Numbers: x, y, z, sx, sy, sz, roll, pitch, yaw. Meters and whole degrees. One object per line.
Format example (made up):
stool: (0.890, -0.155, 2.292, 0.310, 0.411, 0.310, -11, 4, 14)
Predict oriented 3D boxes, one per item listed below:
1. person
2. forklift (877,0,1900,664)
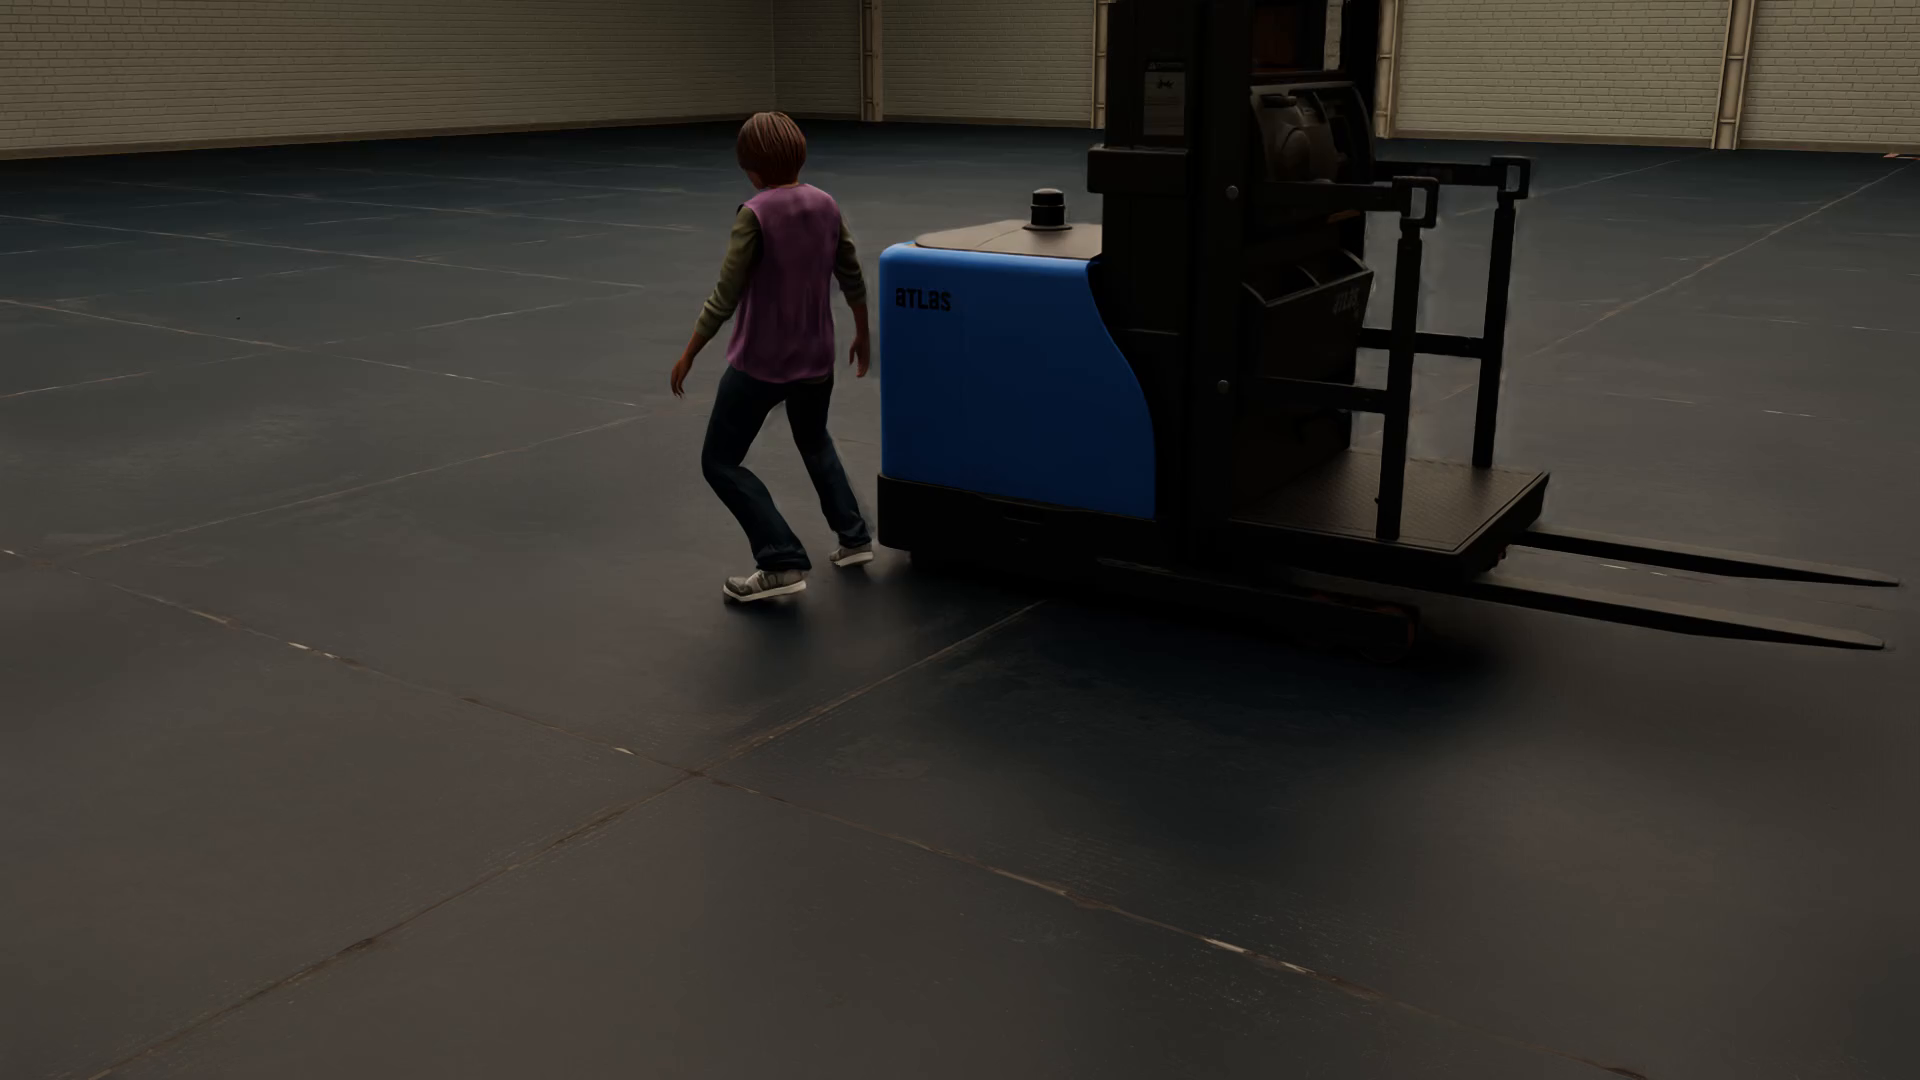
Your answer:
person: (-0.549, -0.574, 5.299, 0.710, 1.538, 0.459, -13, 21, -38)
forklift: (1.244, -1.224, 4.924, 3.031, 2.935, 1.130, 10, 19, 30)
